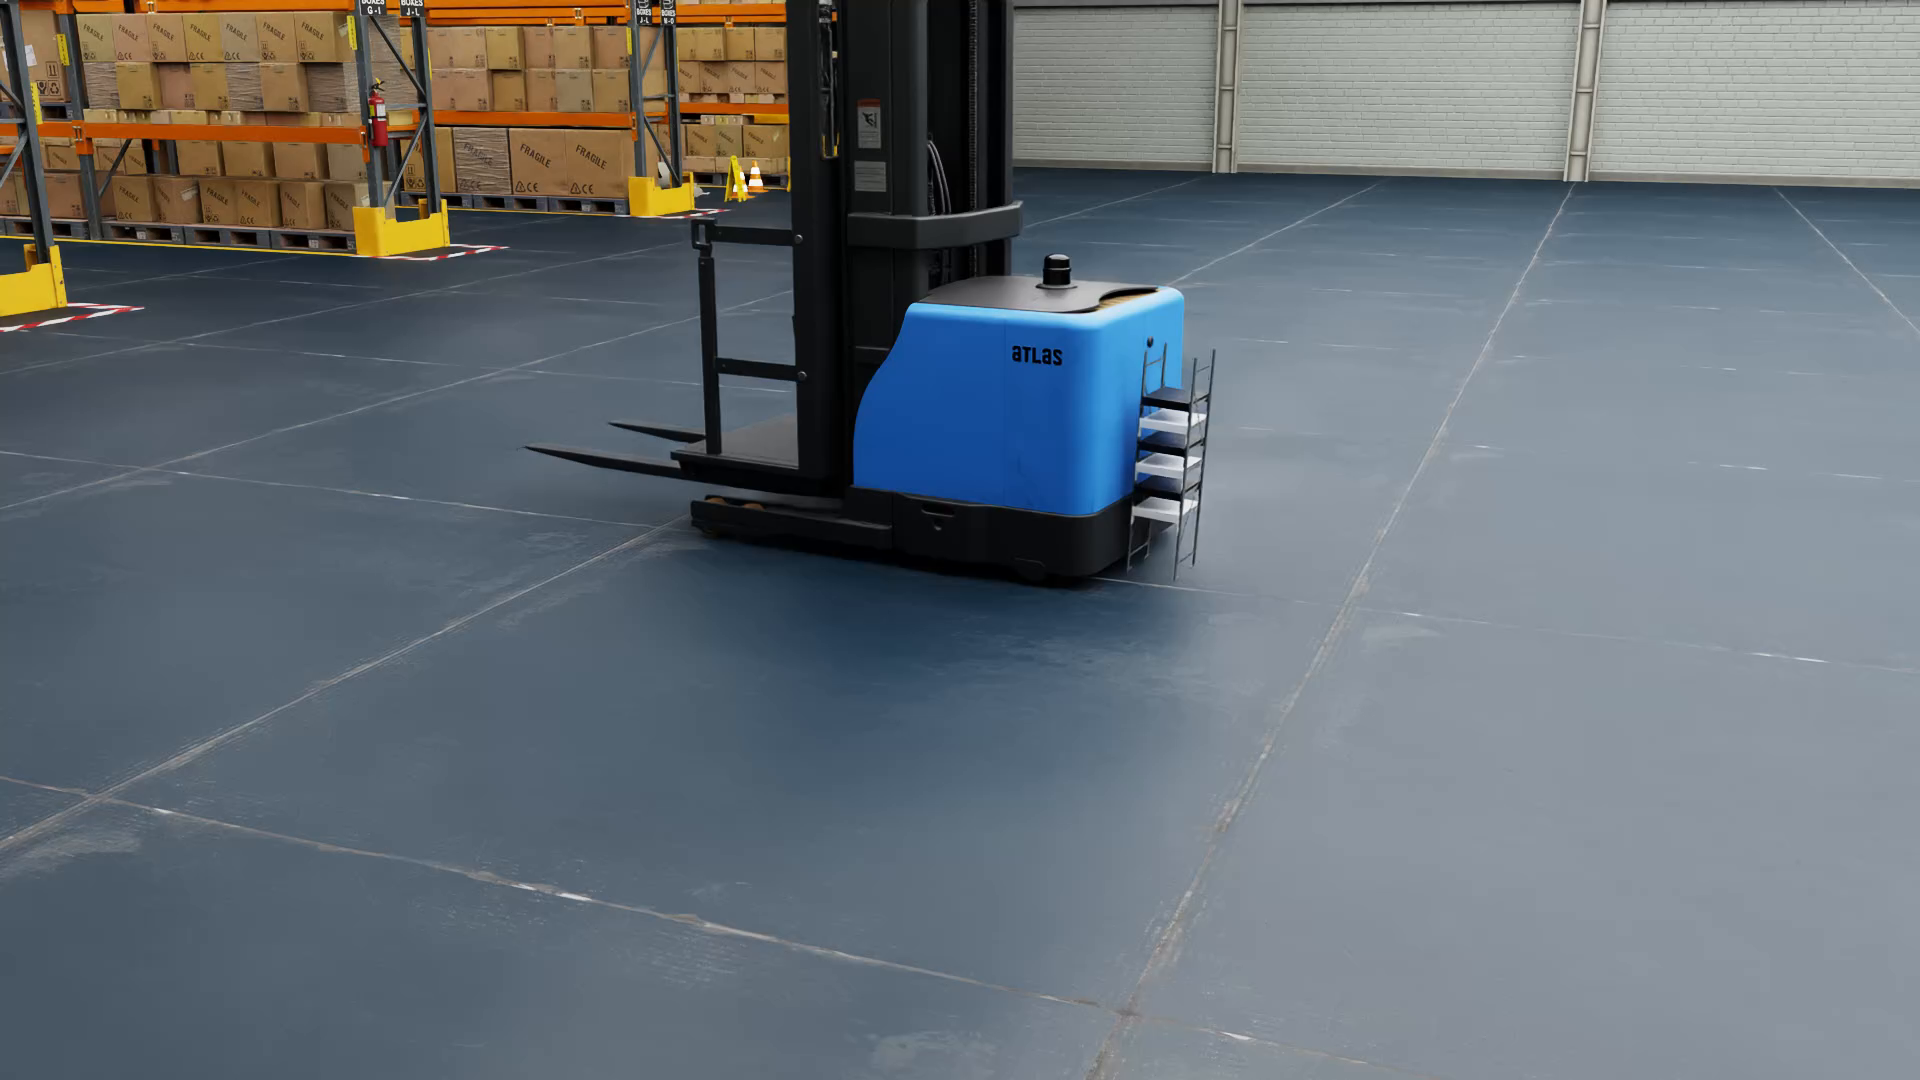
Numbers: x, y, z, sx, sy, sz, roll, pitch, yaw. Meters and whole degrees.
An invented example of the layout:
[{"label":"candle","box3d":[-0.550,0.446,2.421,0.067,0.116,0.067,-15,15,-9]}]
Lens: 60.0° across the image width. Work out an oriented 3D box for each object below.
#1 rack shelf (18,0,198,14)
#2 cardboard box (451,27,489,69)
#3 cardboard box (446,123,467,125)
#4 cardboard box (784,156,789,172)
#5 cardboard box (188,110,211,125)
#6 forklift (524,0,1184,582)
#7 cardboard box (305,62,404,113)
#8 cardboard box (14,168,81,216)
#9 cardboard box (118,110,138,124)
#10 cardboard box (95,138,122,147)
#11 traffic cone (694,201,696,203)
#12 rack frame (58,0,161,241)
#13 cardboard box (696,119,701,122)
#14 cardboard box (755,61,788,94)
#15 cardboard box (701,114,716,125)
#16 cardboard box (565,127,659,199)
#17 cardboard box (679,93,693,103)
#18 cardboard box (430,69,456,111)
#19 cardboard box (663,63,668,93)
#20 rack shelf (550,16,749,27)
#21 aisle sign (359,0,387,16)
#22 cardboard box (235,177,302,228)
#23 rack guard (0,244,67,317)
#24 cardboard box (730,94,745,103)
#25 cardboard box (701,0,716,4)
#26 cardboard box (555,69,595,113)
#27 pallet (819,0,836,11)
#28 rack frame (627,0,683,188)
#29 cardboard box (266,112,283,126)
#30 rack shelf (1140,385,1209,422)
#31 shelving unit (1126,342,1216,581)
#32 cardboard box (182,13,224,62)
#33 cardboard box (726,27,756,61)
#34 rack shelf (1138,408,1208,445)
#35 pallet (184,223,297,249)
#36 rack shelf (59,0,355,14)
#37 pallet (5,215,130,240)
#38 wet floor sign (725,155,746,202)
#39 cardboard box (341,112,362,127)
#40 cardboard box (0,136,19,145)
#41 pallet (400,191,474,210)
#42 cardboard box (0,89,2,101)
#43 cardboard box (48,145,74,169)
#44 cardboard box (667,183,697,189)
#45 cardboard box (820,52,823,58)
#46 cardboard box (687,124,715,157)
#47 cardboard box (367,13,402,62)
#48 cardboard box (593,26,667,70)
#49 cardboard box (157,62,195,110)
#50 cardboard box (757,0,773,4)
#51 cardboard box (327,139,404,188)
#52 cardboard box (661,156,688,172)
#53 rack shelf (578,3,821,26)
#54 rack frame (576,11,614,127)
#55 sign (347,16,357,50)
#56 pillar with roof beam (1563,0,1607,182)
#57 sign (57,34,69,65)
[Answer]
[{"label":"rack shelf","box3d":[-13.309,-7.953,25.099,4.000,0.370,1.077,6,17,21]},{"label":"cardboard box","box3d":[-6.391,-6.671,22.568,0.550,0.550,0.875,6,17,21]},{"label":"cardboard box","box3d":[-10.300,-8.434,34.575,0.500,0.500,0.500,6,17,19]},{"label":"cardboard box","box3d":[-2.933,-6.165,27.207,0.500,0.250,0.500,6,17,20]},{"label":"cardboard box","box3d":[-8.151,-4.598,18.081,0.250,0.149,0.380,6,17,21]},{"label":"forklift","box3d":[-0.588,-1.518,7.145,3.031,2.935,1.130,9,18,27]},{"label":"cardboard box","box3d":[-6.422,-4.813,17.661,0.500,0.500,0.875,6,17,21]},{"label":"cardboard box","box3d":[-10.641,-4.101,19.615,0.500,0.500,0.700,6,17,20]},{"label":"cardboard box","box3d":[-9.081,-4.700,18.435,0.250,0.149,0.380,6,17,21]},{"label":"cardboard box","box3d":[-12.655,-6.066,25.073,0.500,0.250,0.500,7,17,21]},{"label":"traffic cone","box3d":[-3.979,-5.040,23.703,0.334,0.463,0.336,6,17,21]},{"label":"rack frame","box3d":[-9.641,-4.968,18.907,0.127,3.000,1.000,6,17,21]},{"label":"cardboard box","box3d":[-4.677,-7.938,32.643,0.625,0.625,0.875,7,18,23]},{"label":"cardboard box","box3d":[-2.890,-7.304,26.241,0.500,0.500,0.500,6,17,20]},{"label":"cardboard box","box3d":[-3.968,-6.771,26.786,0.250,0.149,0.380,7,18,23]},{"label":"cardboard box","box3d":[-4.662,-5.069,22.311,0.875,0.875,0.875,6,17,21]},{"label":"cardboard box","box3d":[-4.399,-7.151,26.875,0.250,0.149,0.380,6,17,20]},{"label":"cardboard box","box3d":[-6.860,-6.231,22.989,0.550,0.550,0.875,6,17,21]},{"label":"cardboard box","box3d":[-4.760,-7.512,26.957,0.500,0.500,0.500,6,17,20]},{"label":"rack shelf","box3d":[-6.048,-10.126,32.583,4.000,0.370,1.077,6,17,21]},{"label":"aisle sign","box3d":[-5.973,-5.723,16.846,0.004,0.787,0.394,6,17,21]},{"label":"cardboard box","box3d":[-7.639,-3.750,18.440,0.500,0.500,0.500,8,18,26]},{"label":"rack guard","box3d":[-7.826,-2.070,13.406,0.348,0.500,1.175,6,17,21]},{"label":"cardboard box","box3d":[-3.468,-7.039,26.490,0.250,0.149,0.380,7,17,22]},{"label":"cardboard box","box3d":[-3.900,-8.551,26.320,0.250,0.149,0.380,6,17,19]},{"label":"cardboard box","box3d":[-4.888,-5.984,22.137,0.550,0.550,0.875,6,17,21]},{"label":"pallet","box3d":[-2.253,-10.019,31.082,1.213,0.211,1.003,6,17,21]},{"label":"rack frame","box3d":[-4.006,-5.835,21.893,0.127,3.000,1.000,6,17,21]},{"label":"cardboard box","box3d":[-7.189,-4.518,17.807,0.250,0.149,0.380,6,17,21]},{"label":"rack shelf","box3d":[0.850,-0.540,6.552,0.200,0.077,0.258,12,20,25]},{"label":"shelving unit","box3d":[0.838,-0.314,6.623,0.210,0.900,0.258,12,20,25]},{"label":"cardboard box","box3d":[-7.916,-5.377,17.809,0.500,0.500,0.500,6,17,21]},{"label":"cardboard box","box3d":[-3.308,-7.850,26.326,0.500,0.500,0.700,6,17,21]},{"label":"rack shelf","box3d":[0.846,-0.454,6.579,0.200,0.077,0.258,12,20,25]},{"label":"pallet","box3d":[-7.865,-3.445,18.663,1.213,0.211,1.003,6,17,21]},{"label":"rack shelf","box3d":[-7.781,-5.859,17.885,4.000,0.370,1.077,6,17,21]},{"label":"pallet","box3d":[-10.366,-3.708,19.569,1.213,0.211,1.003,6,17,21]},{"label":"wet floor sign","box3d":[-3.253,-5.215,23.980,0.232,0.644,0.267,3,17,11]},{"label":"cardboard box","box3d":[-6.261,-4.414,17.449,0.250,0.149,0.380,6,17,21]},{"label":"cardboard box","box3d":[-14.579,-6.280,25.811,0.500,0.250,0.500,5,17,18]},{"label":"pallet","box3d":[-7.049,-4.807,23.354,1.213,0.211,1.003,6,17,21]},{"label":"cardboard box","box3d":[-11.288,-5.373,19.363,0.637,0.503,0.797,8,18,26]},{"label":"cardboard box","box3d":[-13.594,-5.816,25.557,0.500,0.500,0.500,7,17,22]},{"label":"cardboard box","box3d":[-4.244,-5.370,25.406,0.380,0.149,0.250,-12,20,-37]},{"label":"cardboard box","box3d":[-2.534,-9.087,31.218,0.250,0.149,0.380,6,17,21]},{"label":"cardboard box","box3d":[-4.079,-6.491,26.986,0.500,0.500,0.500,6,17,19]},{"label":"cardboard box","box3d":[-6.332,-5.357,17.740,0.500,0.500,0.500,6,17,21]},{"label":"cardboard box","box3d":[-4.337,-6.474,21.887,0.550,0.550,0.875,6,17,21]},{"label":"cardboard box","box3d":[-8.291,-5.012,18.344,0.500,0.500,0.875,6,17,21]},{"label":"cardboard box","box3d":[-2.962,-8.430,25.902,0.250,0.149,0.380,6,17,21]},{"label":"cardboard box","box3d":[-8.338,-5.406,23.696,0.750,0.750,1.050,6,17,20]},{"label":"cardboard box","box3d":[-4.560,-6.184,27.274,0.500,0.250,0.500,6,17,20]},{"label":"rack shelf","box3d":[-4.145,-8.429,26.738,4.000,0.370,1.077,6,17,21]},{"label":"rack frame","box3d":[-6.005,-7.539,27.761,0.127,3.000,1.000,6,17,21]},{"label":"sign","box3d":[-6.143,-5.125,16.804,0.005,0.325,0.100,6,17,21]},{"label":"pillar with roof beam","box3d":[8.800,-9.259,22.927,0.400,9.000,9.100,6,17,21]},{"label":"sign","box3d":[-9.842,-5.380,18.249,0.005,0.325,0.100,6,17,21]}]
